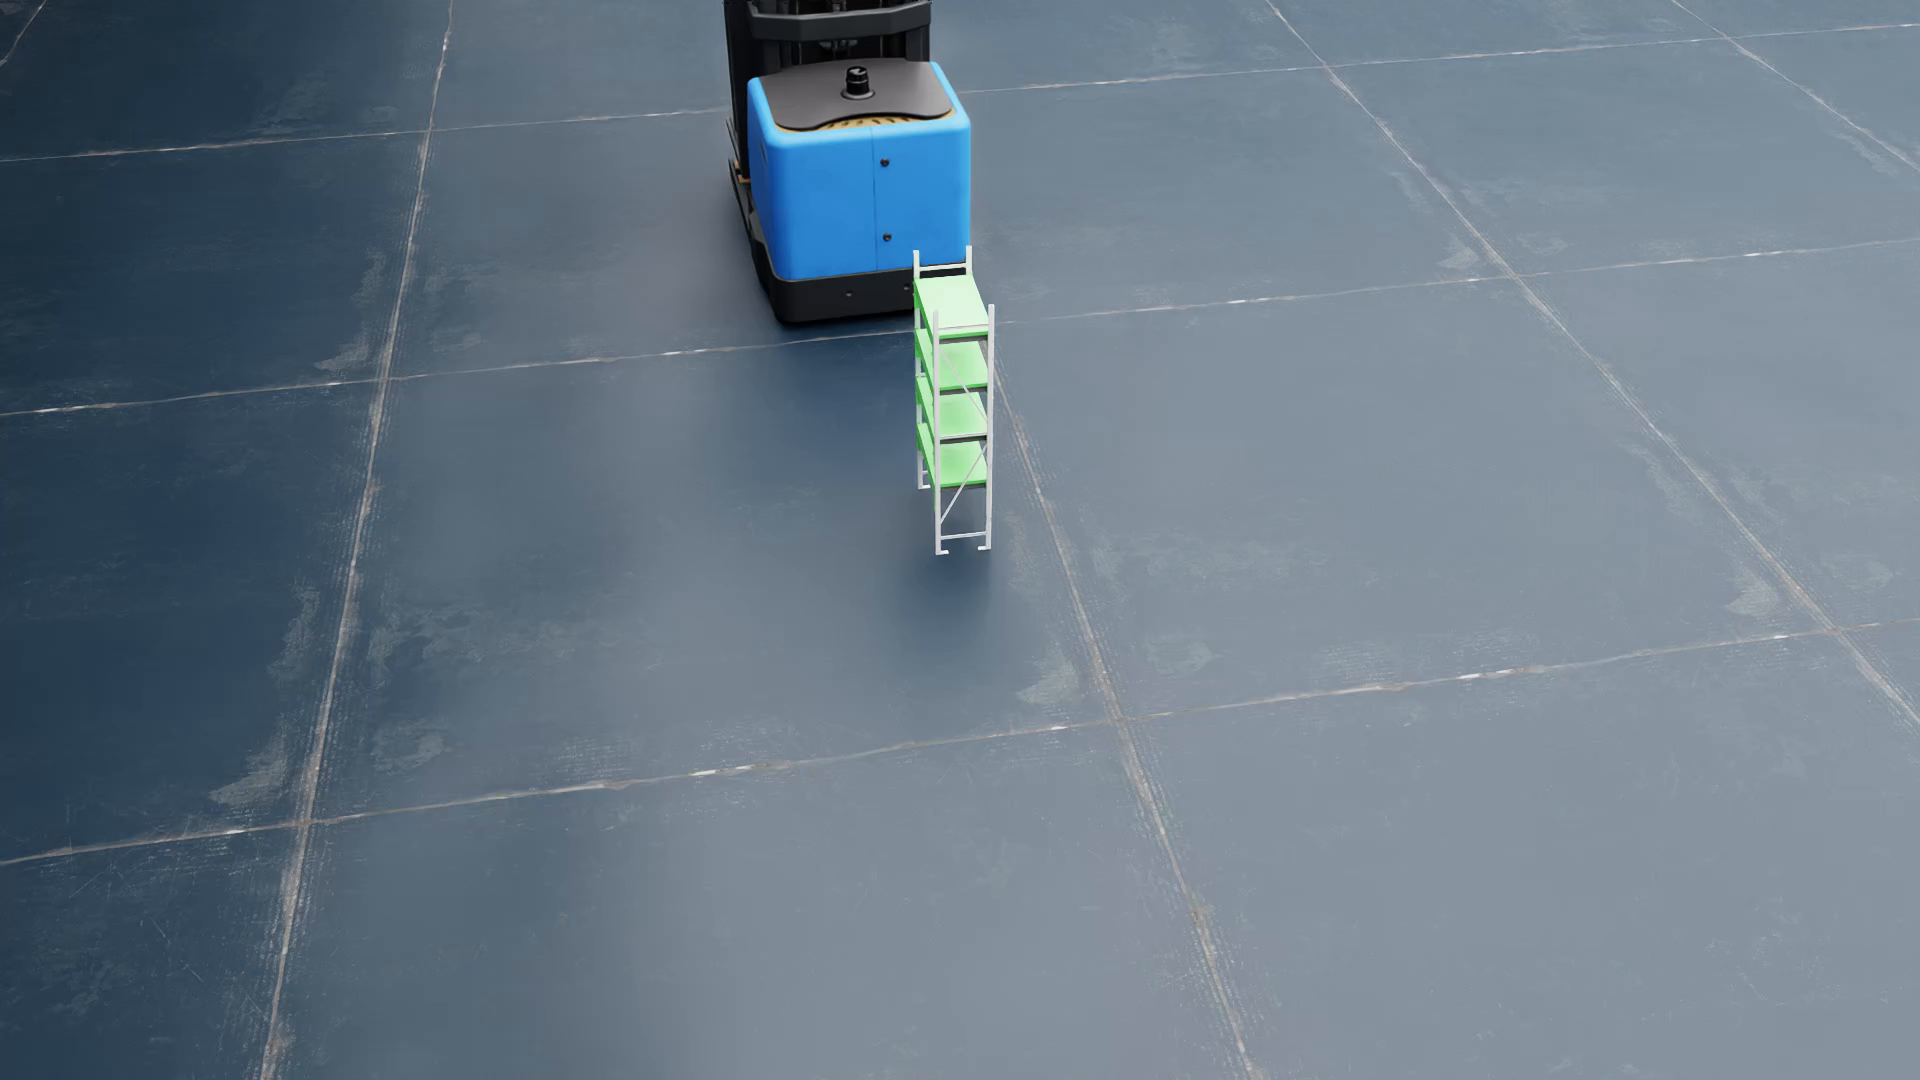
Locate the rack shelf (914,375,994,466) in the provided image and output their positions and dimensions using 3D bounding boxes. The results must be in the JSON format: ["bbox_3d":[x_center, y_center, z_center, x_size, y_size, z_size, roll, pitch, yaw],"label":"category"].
[{"bbox_3d":[-0.029,-0.523,7.050,0.258,0.148,0.480,-6,38,-8],"label":"rack shelf"}]

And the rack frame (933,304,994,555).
[{"bbox_3d":[0.014,-0.426,6.821,0.240,1.200,0.015,-6,38,-8],"label":"rack frame"}]

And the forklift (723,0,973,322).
[{"bbox_3d":[-0.761,-3.189,8.965,1.130,2.935,3.031,-8,39,-10],"label":"forklift"}]

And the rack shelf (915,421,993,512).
[{"bbox_3d":[-0.029,-0.334,7.197,0.258,0.148,0.480,-6,38,-8],"label":"rack shelf"}]

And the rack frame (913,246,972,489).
[{"bbox_3d":[-0.072,-0.721,7.200,0.240,1.200,0.015,-6,38,-8],"label":"rack frame"}]

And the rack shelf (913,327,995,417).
[{"bbox_3d":[-0.029,-0.713,6.903,0.258,0.148,0.480,-6,38,-8],"label":"rack shelf"}]

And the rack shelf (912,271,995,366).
[{"bbox_3d":[-0.029,-0.902,6.755,0.258,0.148,0.480,-6,38,-8],"label":"rack shelf"}]

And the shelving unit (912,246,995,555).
[{"bbox_3d":[-0.029,-0.574,7.011,0.258,1.200,0.503,-6,38,-8],"label":"shelving unit"}]
